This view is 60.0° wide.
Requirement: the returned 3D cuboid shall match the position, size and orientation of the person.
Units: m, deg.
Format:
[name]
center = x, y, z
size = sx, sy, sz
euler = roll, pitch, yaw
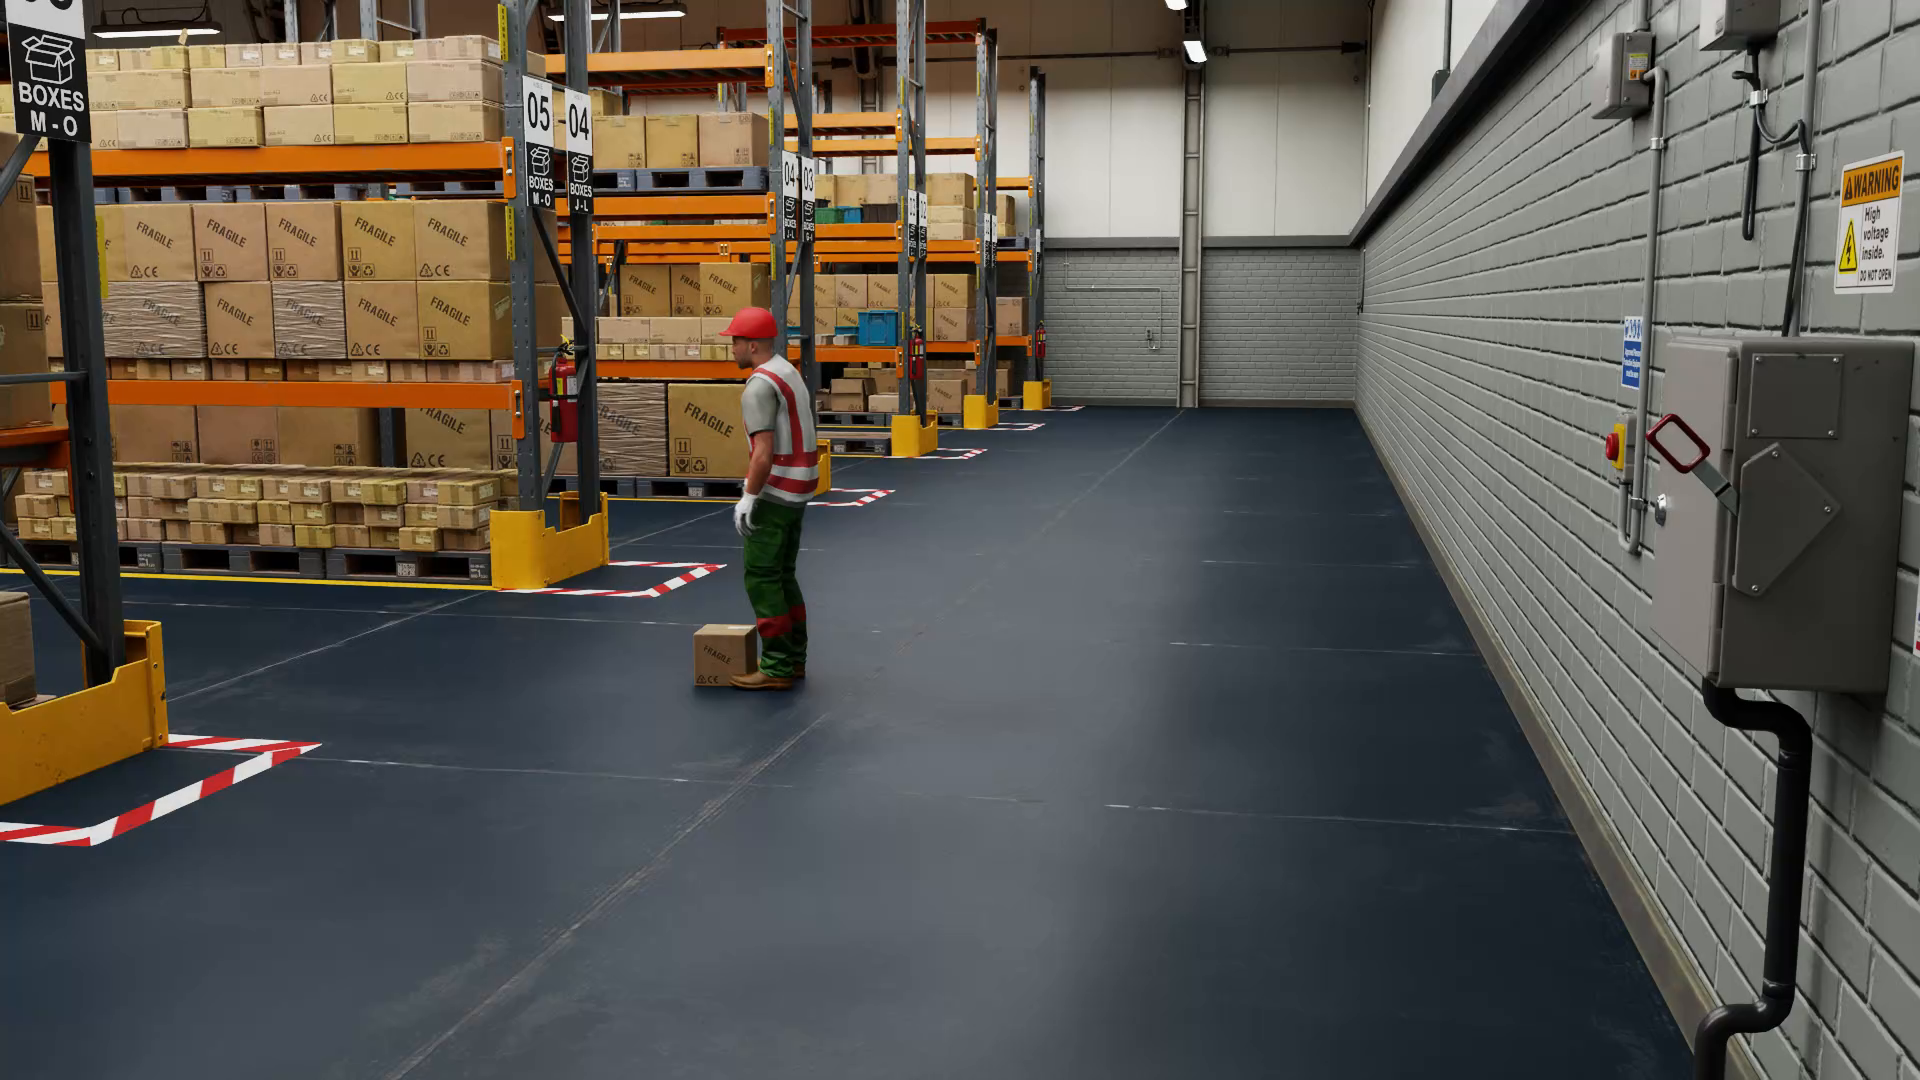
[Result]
[person]
center = -0.896, -0.198, 7.824
size = 0.448, 1.779, 0.610
euler = 2, 8, 12
